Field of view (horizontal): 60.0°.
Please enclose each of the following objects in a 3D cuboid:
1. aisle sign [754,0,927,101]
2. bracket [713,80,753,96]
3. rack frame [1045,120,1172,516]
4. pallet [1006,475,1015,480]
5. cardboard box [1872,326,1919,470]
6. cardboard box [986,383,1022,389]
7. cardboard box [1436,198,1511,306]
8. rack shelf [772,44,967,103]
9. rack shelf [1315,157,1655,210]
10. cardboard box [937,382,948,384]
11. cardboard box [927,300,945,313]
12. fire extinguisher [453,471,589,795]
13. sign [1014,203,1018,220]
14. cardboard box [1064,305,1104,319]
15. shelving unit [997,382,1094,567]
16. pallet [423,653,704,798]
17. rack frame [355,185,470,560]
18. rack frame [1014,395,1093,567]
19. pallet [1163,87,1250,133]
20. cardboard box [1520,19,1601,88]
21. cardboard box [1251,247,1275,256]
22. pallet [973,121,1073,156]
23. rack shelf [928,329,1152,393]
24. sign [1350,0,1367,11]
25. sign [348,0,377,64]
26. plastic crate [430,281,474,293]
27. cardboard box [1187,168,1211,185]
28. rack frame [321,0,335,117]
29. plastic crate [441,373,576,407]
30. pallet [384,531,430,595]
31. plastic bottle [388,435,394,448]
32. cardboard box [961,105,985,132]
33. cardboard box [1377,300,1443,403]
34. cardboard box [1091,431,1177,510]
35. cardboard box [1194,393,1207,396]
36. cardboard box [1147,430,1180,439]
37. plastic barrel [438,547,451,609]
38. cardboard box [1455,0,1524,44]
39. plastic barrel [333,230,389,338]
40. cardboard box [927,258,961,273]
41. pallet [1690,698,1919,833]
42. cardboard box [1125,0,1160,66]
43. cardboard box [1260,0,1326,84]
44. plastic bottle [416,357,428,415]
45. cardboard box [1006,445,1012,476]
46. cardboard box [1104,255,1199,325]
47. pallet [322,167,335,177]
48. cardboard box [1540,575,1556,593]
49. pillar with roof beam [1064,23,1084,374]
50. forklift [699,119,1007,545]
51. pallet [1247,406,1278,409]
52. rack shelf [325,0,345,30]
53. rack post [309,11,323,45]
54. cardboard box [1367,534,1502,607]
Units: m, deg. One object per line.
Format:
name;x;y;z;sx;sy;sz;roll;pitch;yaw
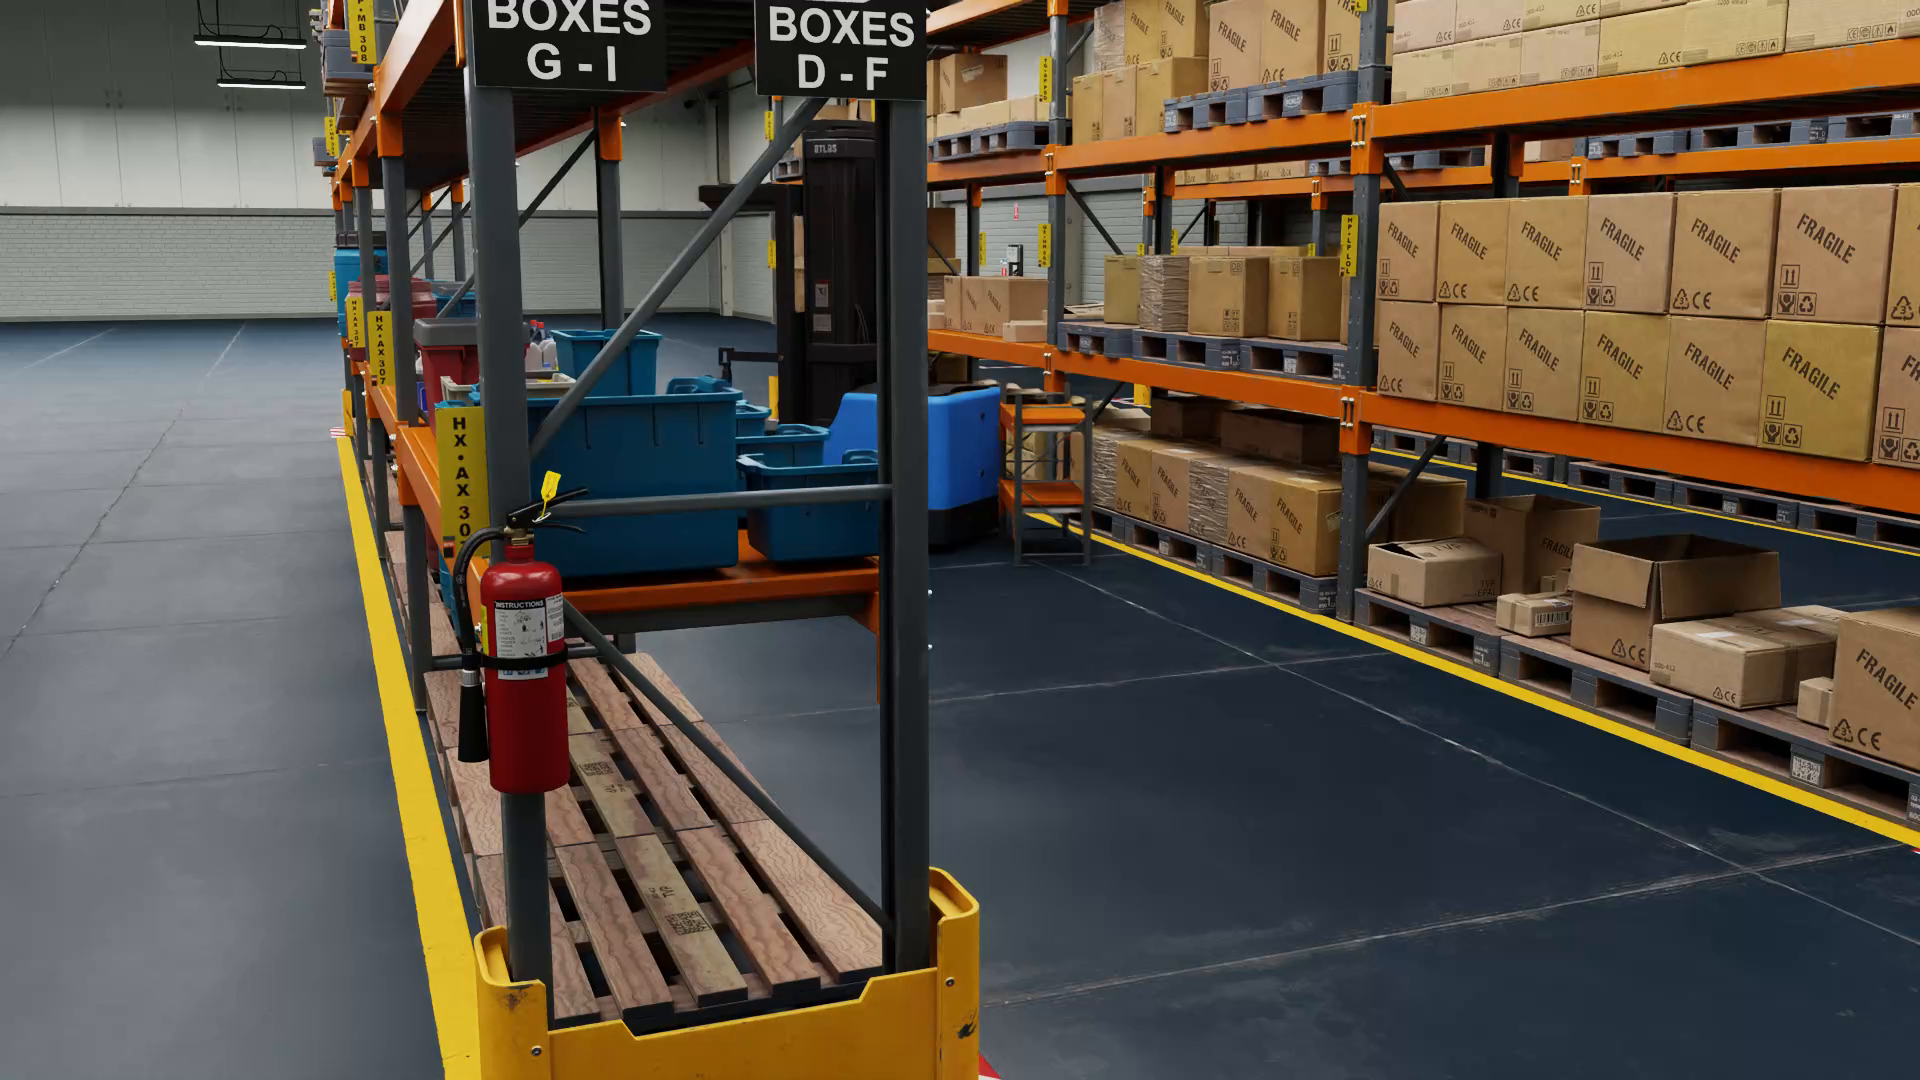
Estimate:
aisle sign;-0.259;-1.367;3.617;0.394;0.787;0.004;-4;11;-21
bracket;-6.184;-12.373;45.504;0.076;0.066;4.783;-4;11;-21
rack frame;1.157;-1.699;12.909;1.000;3.000;0.127;-4;11;-21
pallet;0.895;-0.463;13.923;1.003;0.211;1.213;-4;11;-21
cardboard box;3.640;-0.499;5.873;0.500;0.500;0.500;-4;11;-19
cardboard box;0.316;-1.349;15.990;0.500;0.311;0.500;-4;11;-19
cardboard box;2.703;-1.409;8.136;0.500;0.500;0.500;-4;11;-23
rack shelf;-1.017;-5.081;17.988;1.077;0.370;4.000;-4;11;-21
rack shelf;5.048;-3.464;16.316;1.077;0.370;4.000;-4;11;-21
cardboard box;-0.375;-1.398;16.267;0.500;0.311;0.500;-4;11;-21
cardboard box;-0.073;-2.201;16.157;0.500;0.250;0.500;-3;11;-17
fire extinguisher;-0.931;0.195;3.543;0.296;0.674;0.183;-4;11;-21
sign;0.989;-5.795;29.314;0.001;0.298;0.199;-4;11;-21
cardboard box;1.066;-1.718;13.266;0.500;0.311;0.500;-3;11;-17
shelving unit;0.570;-0.469;11.346;0.538;1.125;1.048;-1;10;-4
pallet;-1.709;0.758;7.058;1.003;0.211;1.213;-4;11;-21
rack frame;-3.461;-1.386;11.145;1.000;3.000;0.127;-4;11;-21
rack frame;0.607;-0.380;10.847;0.500;1.125;0.032;-1;10;-4
pallet;2.057;-2.711;10.567;1.213;0.211;1.003;-4;11;-21
cardboard box;2.910;-2.191;7.535;0.500;0.250;0.500;-4;11;-21
cardboard box;3.678;-3.111;19.076;0.500;0.500;0.500;-4;11;-21
pallet;0.828;-3.188;13.254;1.213;0.211;1.003;-3;11;-18
rack shelf;0.432;-1.672;14.808;1.077;0.370;4.000;-4;11;-21
sign;2.091;-2.936;8.695;0.100;0.325;0.005;-4;11;-21
sign;-2.525;-2.179;7.017;0.100;0.325;0.005;-4;11;-21
plastic crate;-4.450;-2.011;14.475;0.402;0.464;0.583;-4;11;-21
cardboard box;3.115;-4.611;20.371;0.500;0.500;0.500;-3;11;-18
rack frame;-6.360;-5.645;17.961;1.000;3.000;0.127;-4;11;-21
plastic crate;-1.630;-0.443;6.013;0.437;0.282;0.530;-4;11;-21
pallet;-3.136;0.113;10.681;1.003;0.211;1.213;-4;11;-21
plastic bottle;-5.278;-1.047;15.549;0.144;0.351;0.185;-4;11;-21
cardboard box;0.343;-3.646;14.517;0.500;0.250;0.500;-5;11;-26
cardboard box;2.537;-0.995;8.665;0.500;0.500;0.500;-4;11;-19
cardboard box;1.251;-0.508;12.092;0.500;0.500;0.500;-4;11;-23
cardboard box;3.247;-2.001;21.028;0.500;0.311;0.500;-3;11;-16
cardboard box;1.715;-0.548;12.315;0.500;0.500;0.500;-3;11;-19
plastic barrel;-2.449;-0.112;8.777;0.600;0.901;0.708;-4;11;-21
cardboard box;2.734;-2.519;7.952;0.500;0.250;0.500;-4;11;-21
plastic barrel;-5.053;-2.203;14.309;0.600;0.901;0.708;-4;11;-21
cardboard box;-0.209;-2.777;16.830;0.380;0.149;0.250;-4;11;-21
pallet;3.739;0.837;6.613;1.003;0.211;1.213;-4;11;-21
cardboard box;1.494;-3.563;11.680;0.500;0.500;0.500;-4;11;-21
cardboard box;2.229;-3.023;10.015;0.600;0.600;0.600;-4;11;-22
plastic bottle;-2.455;-0.716;7.732;0.152;0.276;0.135;-4;11;-21
cardboard box;0.549;-0.707;13.981;0.500;0.250;0.500;-4;11;-22
cardboard box;1.490;-1.860;12.326;0.700;0.500;0.500;-9;13;-40
pallet;-6.151;-3.934;17.446;1.003;0.211;1.213;-4;11;-21
cardboard box;3.269;0.273;8.706;0.380;0.149;0.250;-4;11;-21
pillar with roof beam;-2.253;-6.921;25.132;9.100;9.000;0.400;-4;11;-21
forklift;-1.209;-1.536;12.187;3.031;2.935;1.130;5;11;27
pallet;4.047;-1.402;19.198;1.003;0.211;1.213;-4;11;-21
rack shelf;-4.186;-4.115;12.553;1.077;0.370;4.000;-4;11;-21
rack post;-6.205;-5.268;17.266;0.937;0.300;0.954;-3;10;-15
cardboard box;2.557;0.143;8.973;0.500;0.311;0.500;-4;11;-21
